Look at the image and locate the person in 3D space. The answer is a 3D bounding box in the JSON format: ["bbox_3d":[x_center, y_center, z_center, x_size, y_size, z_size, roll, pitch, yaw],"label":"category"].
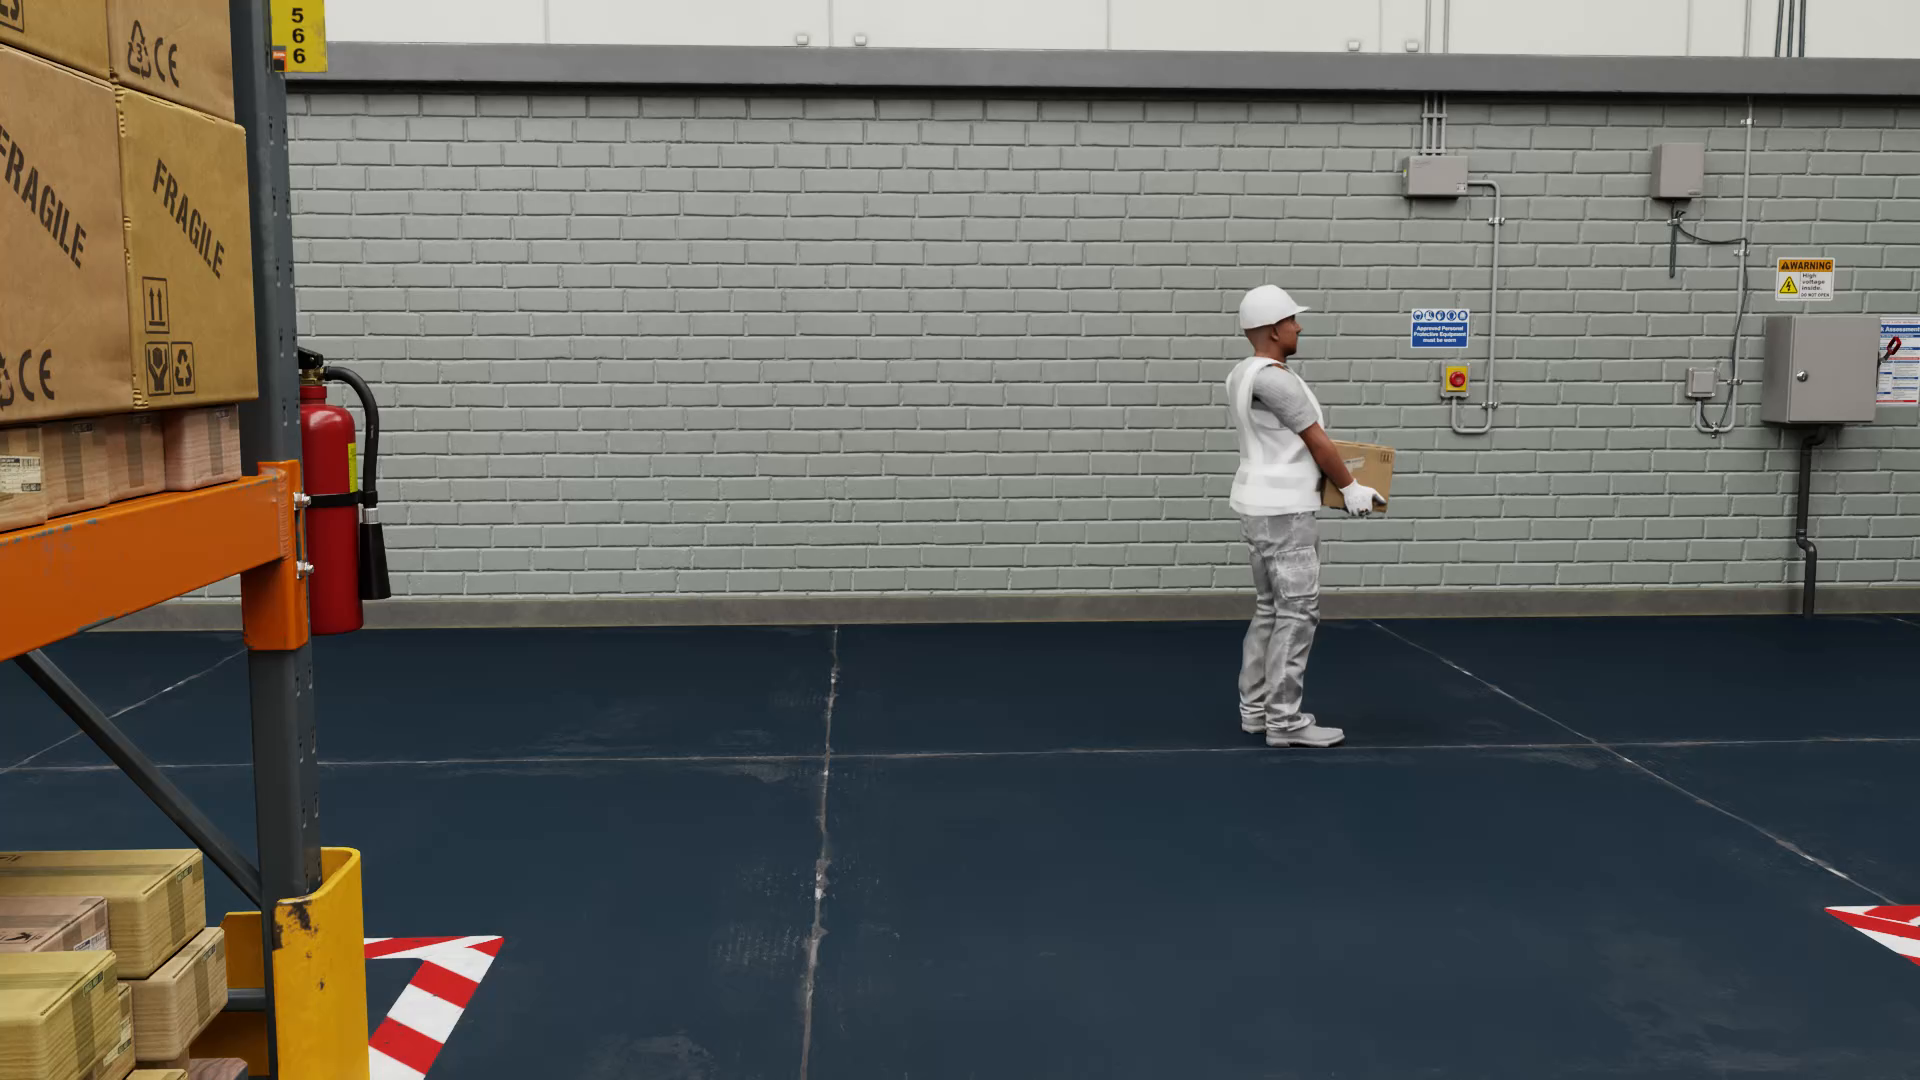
[{"bbox_3d":[1.339,-0.543,6.466,0.573,0.887,0.475,0,7,-3],"label":"person"}]
